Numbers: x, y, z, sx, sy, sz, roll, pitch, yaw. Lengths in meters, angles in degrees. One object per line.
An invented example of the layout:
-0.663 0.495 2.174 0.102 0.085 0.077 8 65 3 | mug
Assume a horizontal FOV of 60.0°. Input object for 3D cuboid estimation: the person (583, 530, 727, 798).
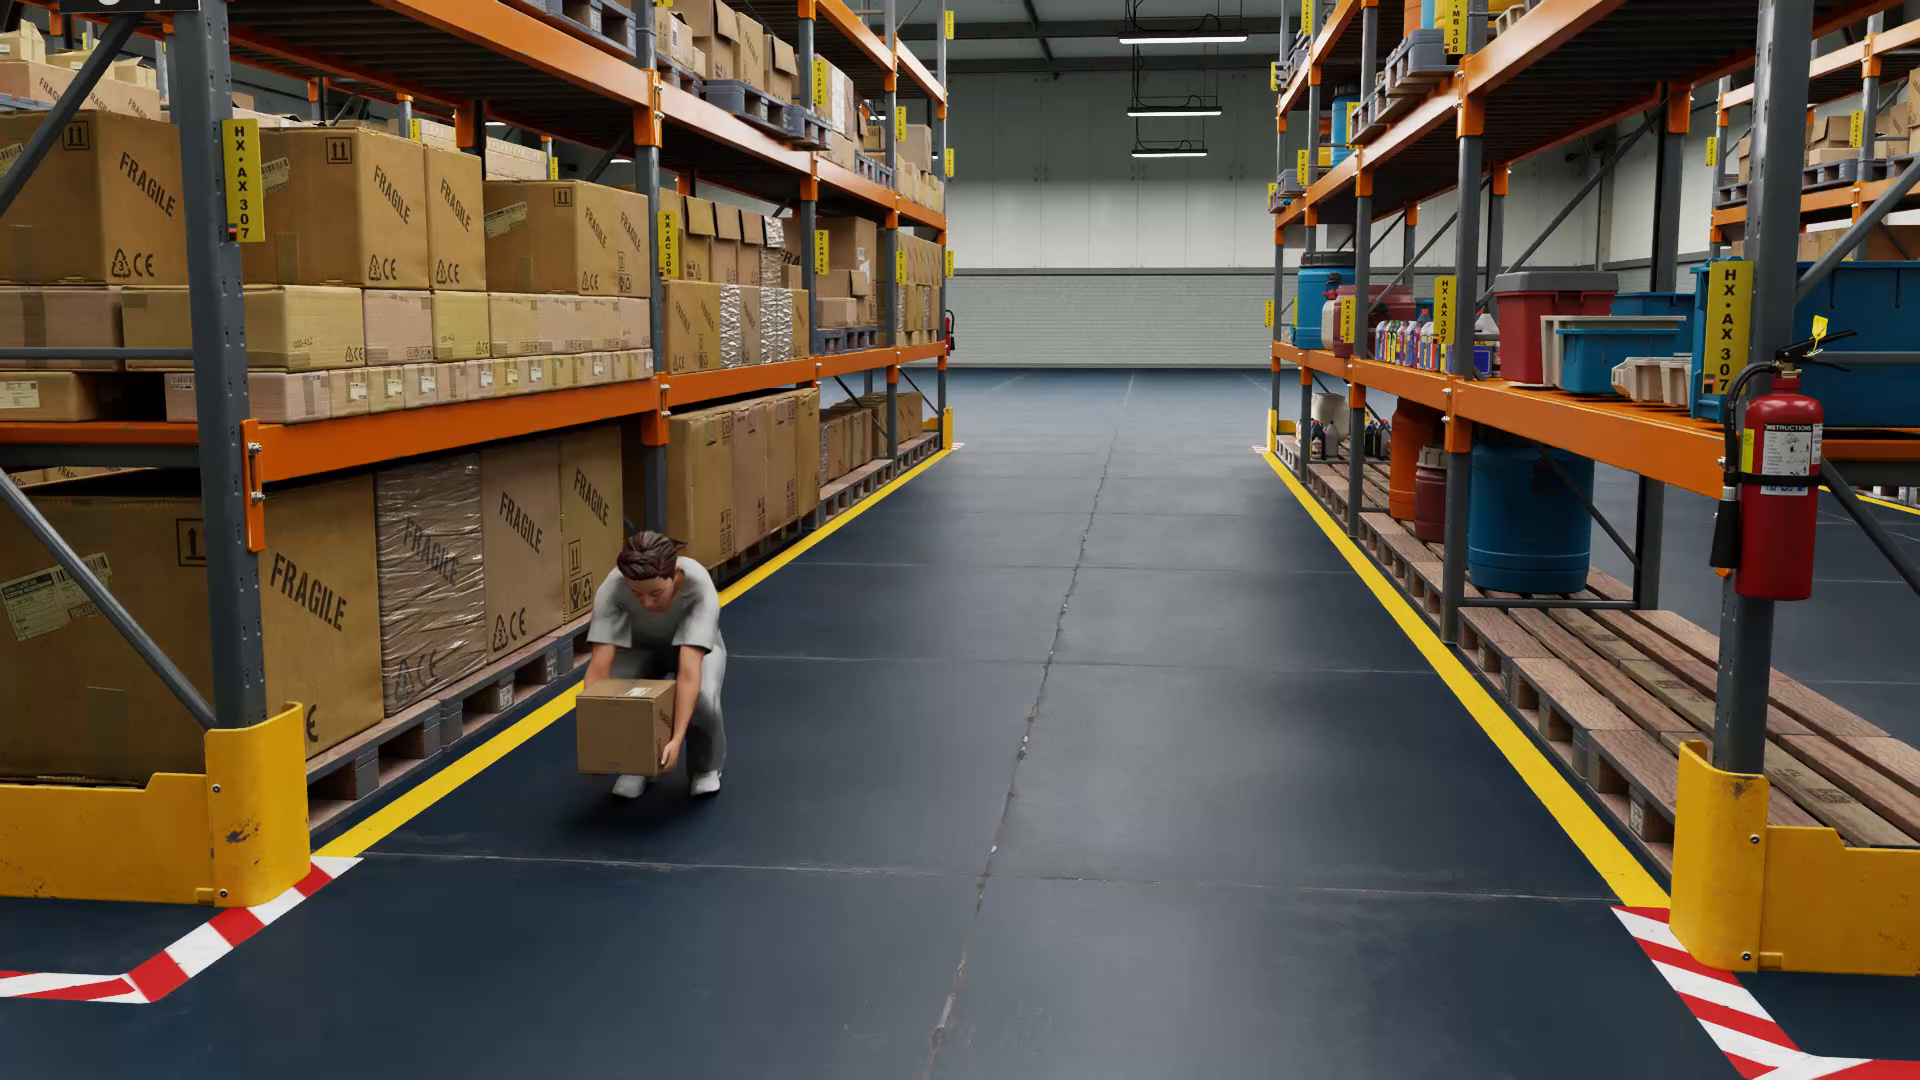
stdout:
-1.005 0.404 5.559 0.454 0.948 0.820 1 8 5 | person
